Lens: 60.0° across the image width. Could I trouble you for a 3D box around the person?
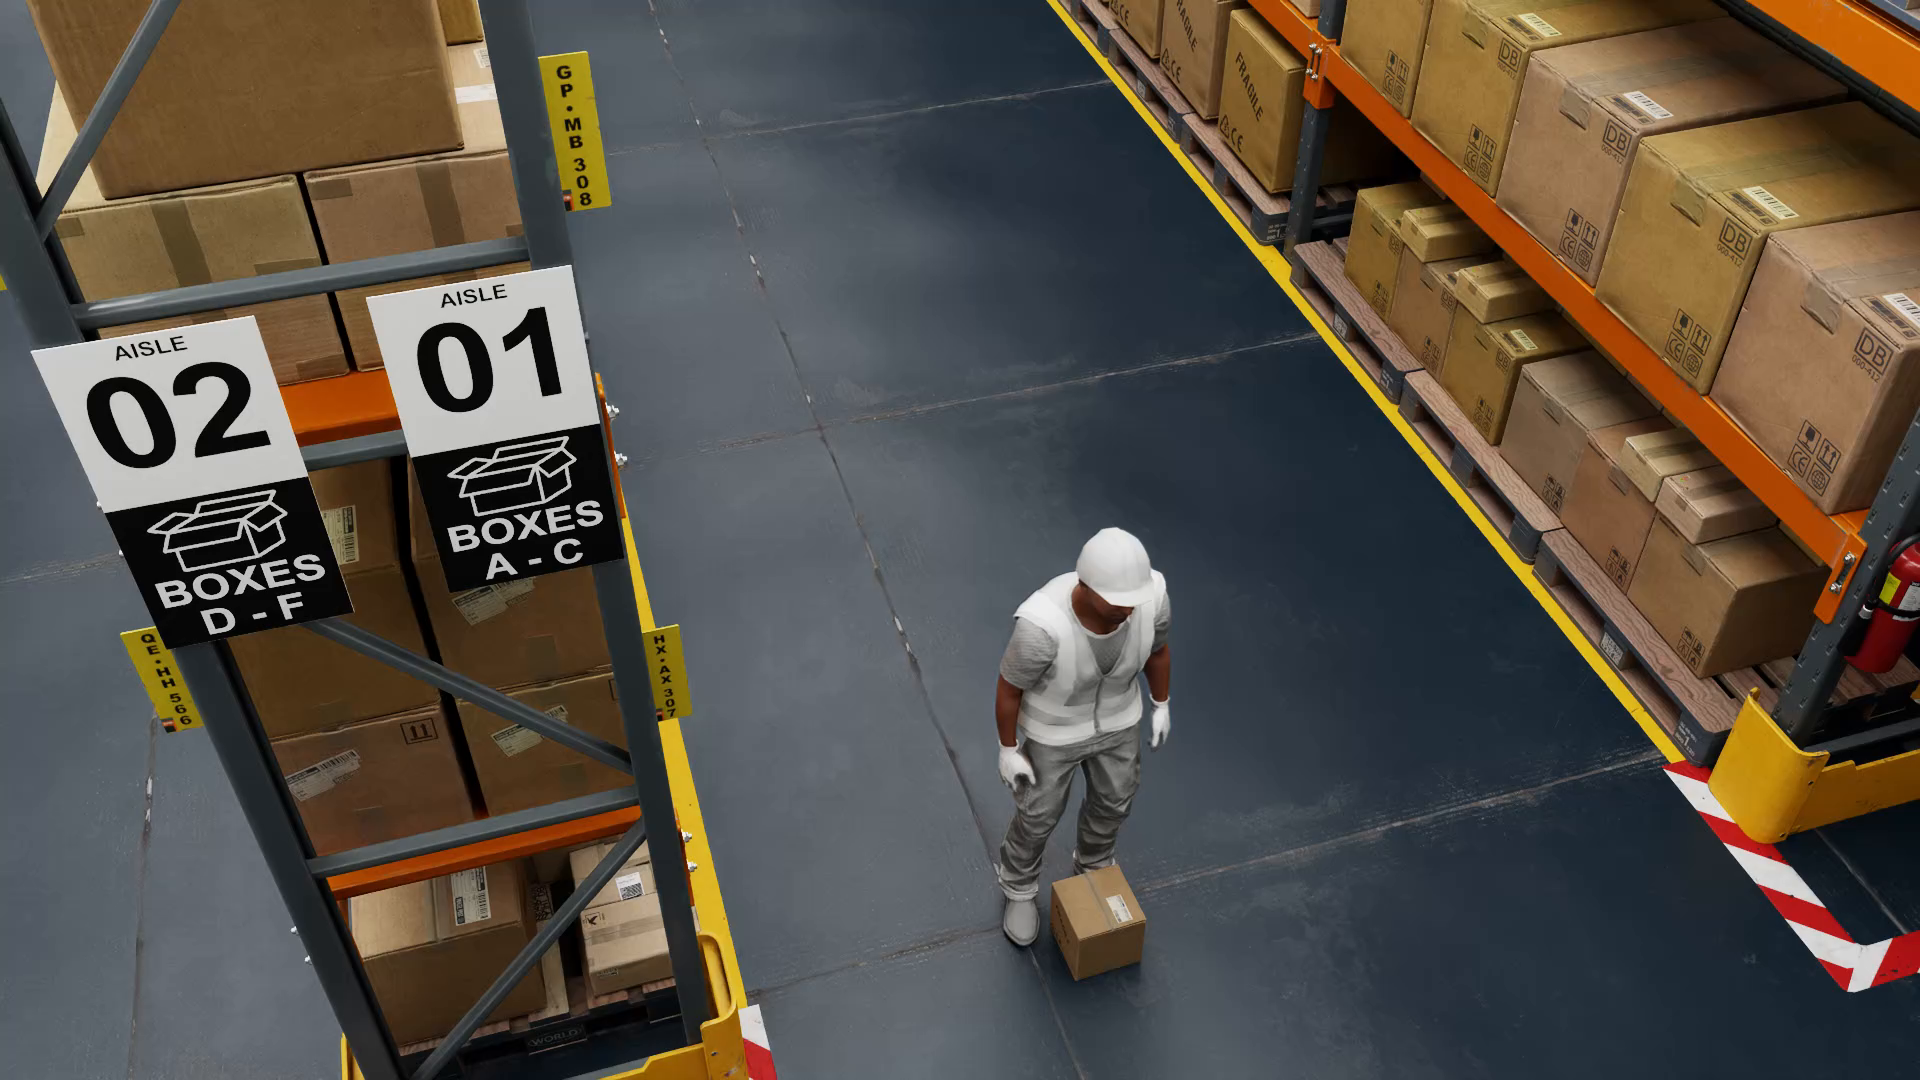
[{"bbox_3d":[0.410,0.621,5.459,0.627,1.774,0.450,-14,44,-15],"label":"person"}]
